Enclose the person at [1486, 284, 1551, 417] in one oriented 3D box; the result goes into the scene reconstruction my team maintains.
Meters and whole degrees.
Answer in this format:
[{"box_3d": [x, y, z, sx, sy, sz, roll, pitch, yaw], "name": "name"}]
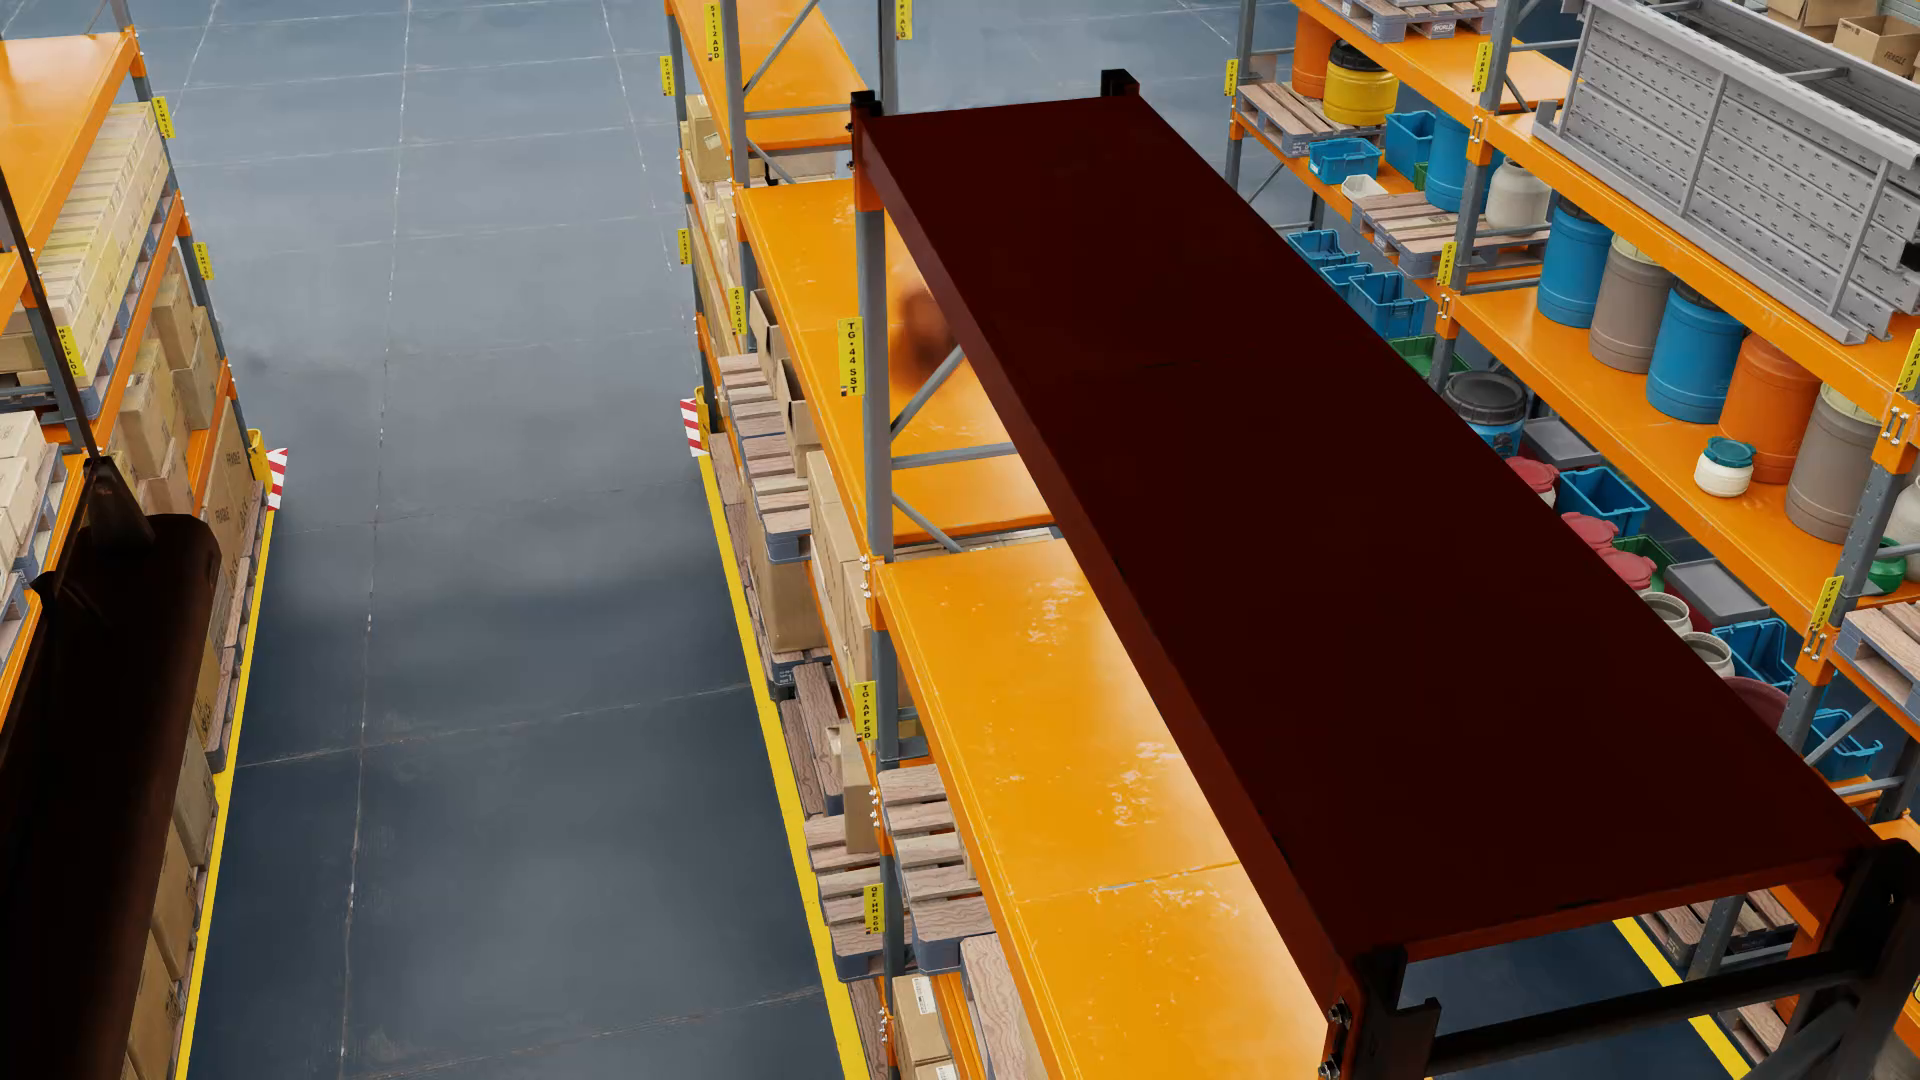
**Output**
[{"box_3d": [5.111, -1.770, 15.123, 0.715, 1.741, 0.822, -19, 39, -25], "name": "person"}]
